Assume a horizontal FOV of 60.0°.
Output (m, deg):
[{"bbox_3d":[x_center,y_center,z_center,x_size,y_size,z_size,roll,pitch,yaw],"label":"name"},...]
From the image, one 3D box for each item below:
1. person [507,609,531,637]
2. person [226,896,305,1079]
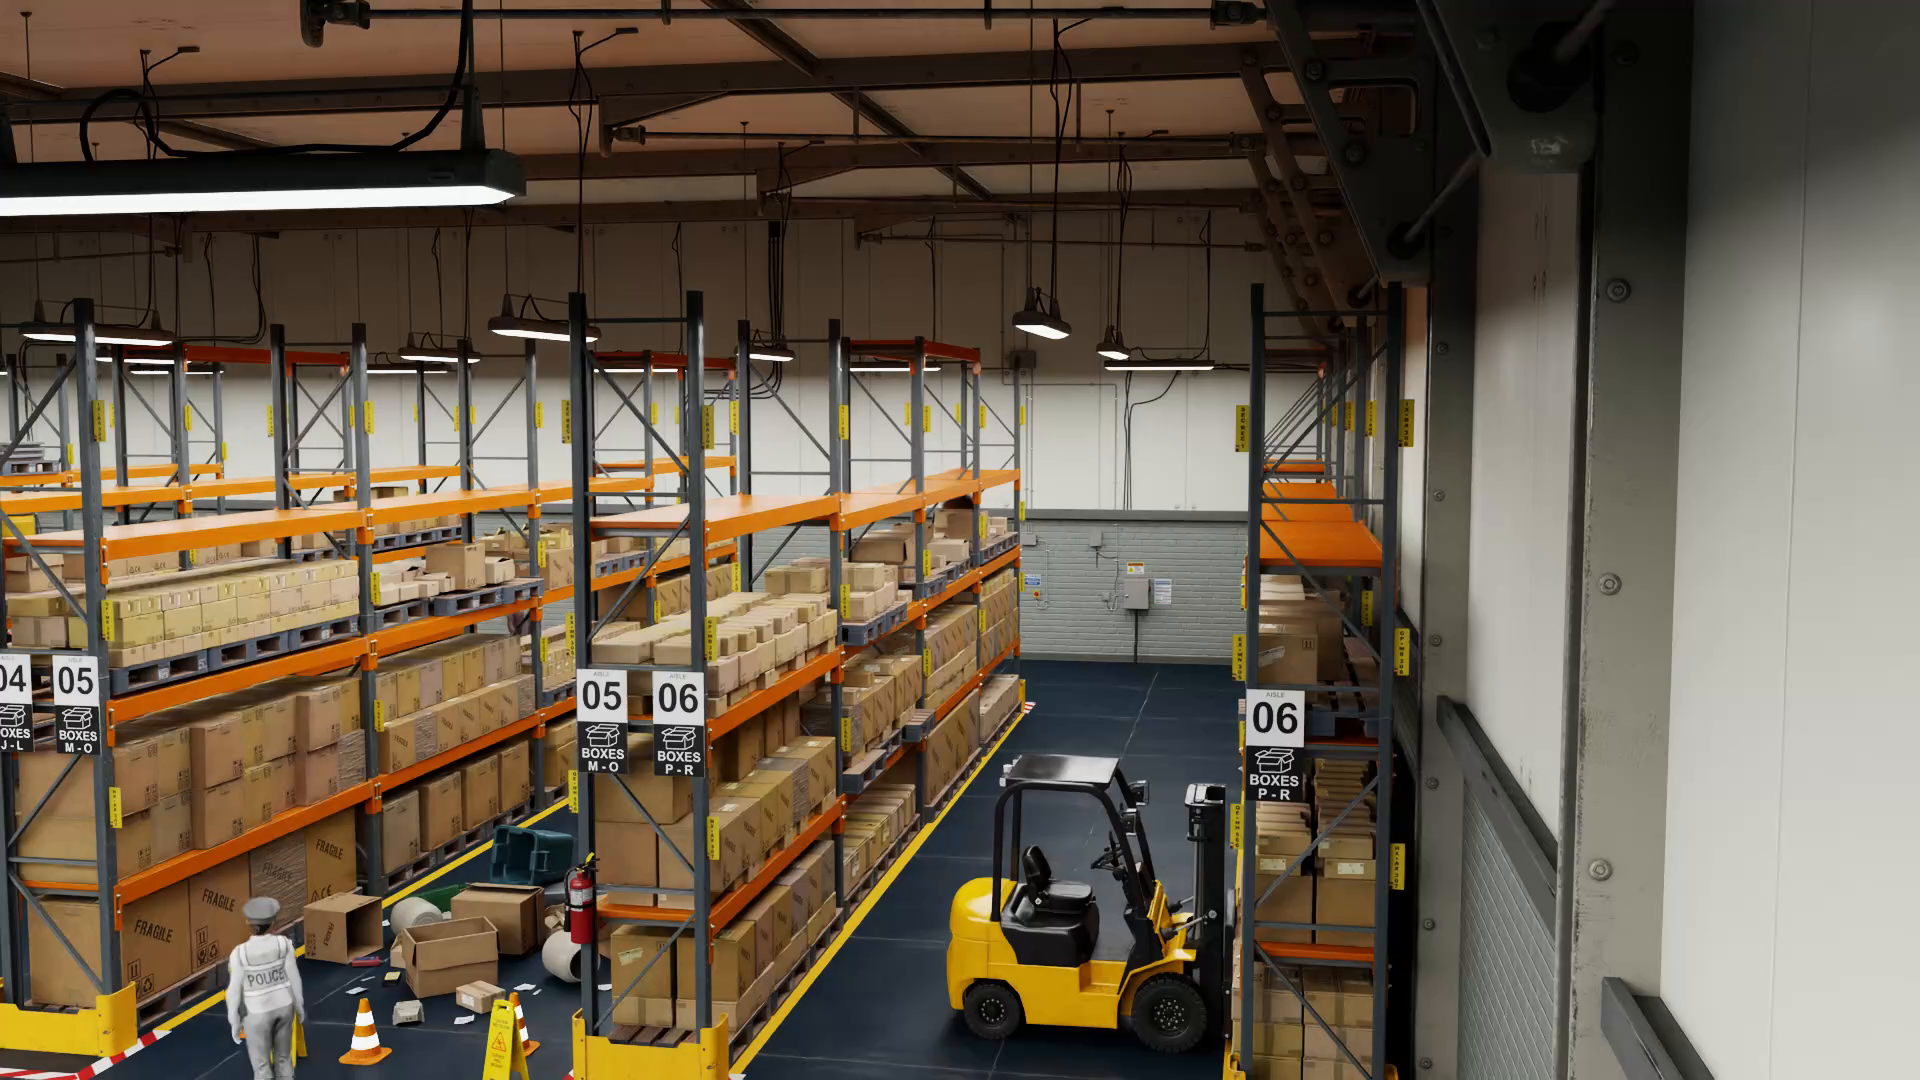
[{"bbox_3d":[-8.107,1.810,30.840,0.562,1.733,1.066,-2,5,-21],"label":"person"},{"bbox_3d":[-4.941,3.386,11.830,0.384,1.714,0.543,3,6,35],"label":"person"}]
